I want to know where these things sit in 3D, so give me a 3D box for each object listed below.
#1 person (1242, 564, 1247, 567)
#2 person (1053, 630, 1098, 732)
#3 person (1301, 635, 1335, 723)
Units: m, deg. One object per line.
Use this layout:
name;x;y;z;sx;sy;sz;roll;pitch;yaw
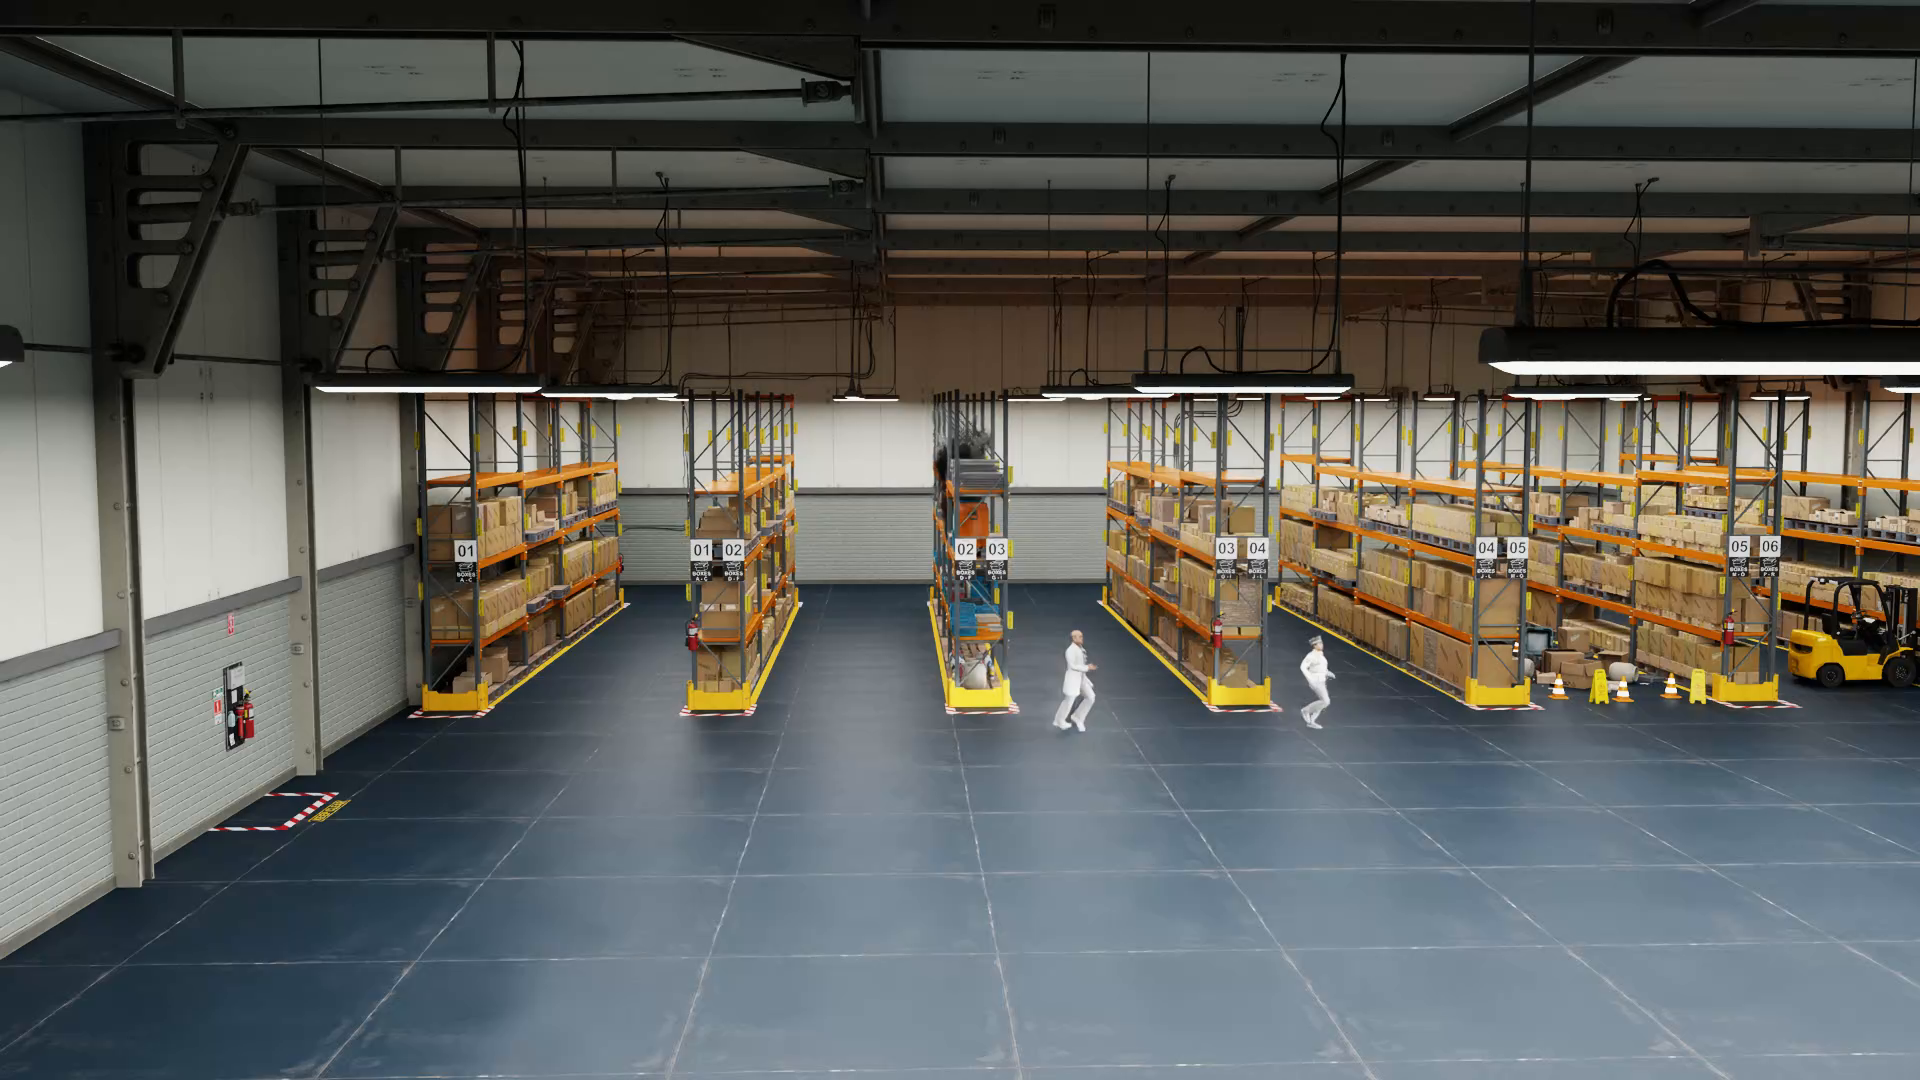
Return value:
person;8.020;1.148;45.578;0.741;1.716;0.647;0;5;3
person;2.034;2.474;29.078;0.878;1.805;0.668;3;6;32
person;6.344;2.474;29.333;0.514;1.590;0.617;3;6;32
